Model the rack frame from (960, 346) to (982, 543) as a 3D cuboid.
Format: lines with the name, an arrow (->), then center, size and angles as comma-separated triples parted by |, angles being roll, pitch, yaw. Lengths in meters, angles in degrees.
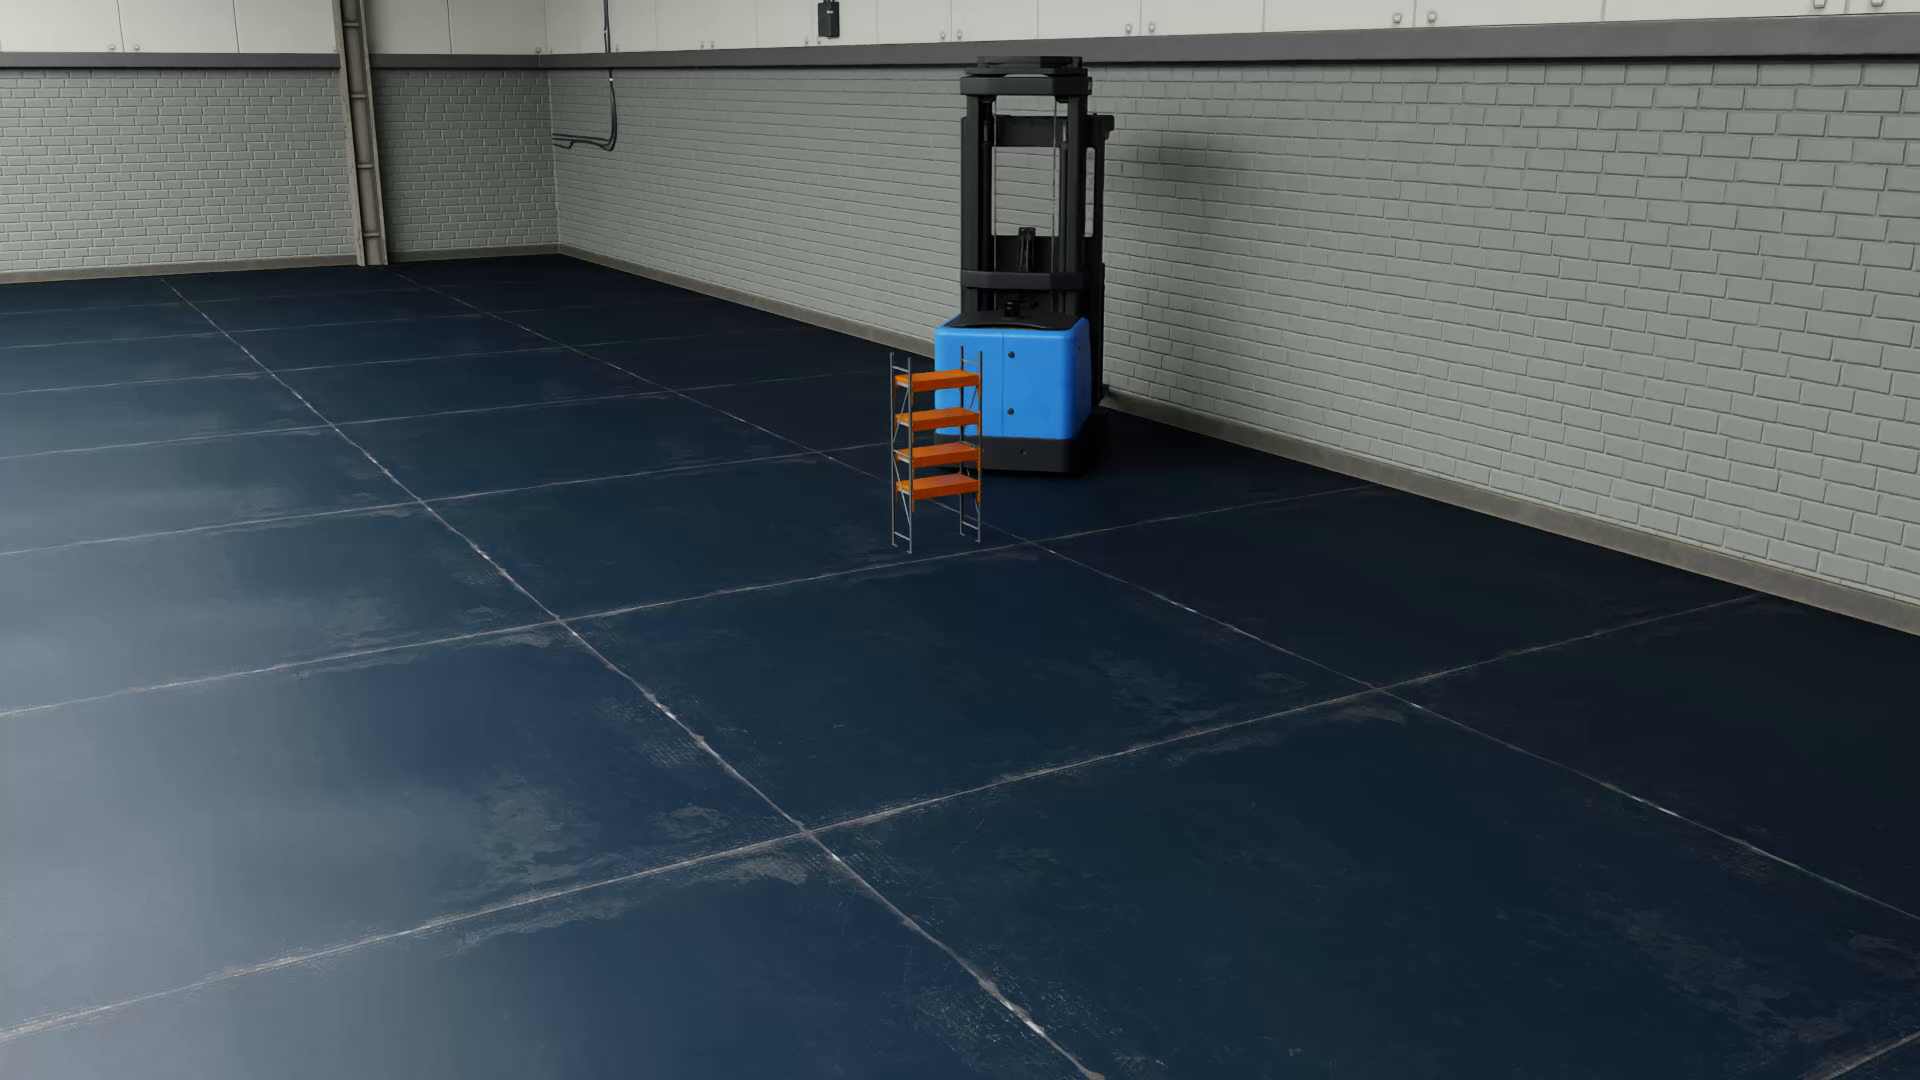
rack frame -> 0.067, -0.589, 10.287 | 0.015, 1.200, 0.240 | -9, 18, -30

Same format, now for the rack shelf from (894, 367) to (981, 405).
rack shelf -> -0.142, -0.933, 10.060 | 0.480, 0.148, 0.258 | -9, 18, -30

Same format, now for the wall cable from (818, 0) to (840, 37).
wall cable -> -0.917, -8.100, 16.332 | 0.169, 6.003, 2.305 | -9, 18, -30

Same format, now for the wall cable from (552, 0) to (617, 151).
wall cable -> -5.793, -7.166, 25.053 | 0.112, 2.526, 3.097 | -9, 18, -30

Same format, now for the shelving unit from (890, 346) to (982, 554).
shelving unit -> -0.142, -0.555, 10.166 | 0.503, 1.200, 0.258 | -9, 18, -30

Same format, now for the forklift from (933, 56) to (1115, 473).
forklift -> 0.595, -2.245, 12.990 | 1.130, 2.935, 3.031 | 3, 16, 11

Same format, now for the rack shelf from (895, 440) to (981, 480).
rack shelf -> -0.142, -0.490, 10.184 | 0.480, 0.148, 0.258 | -9, 18, -30

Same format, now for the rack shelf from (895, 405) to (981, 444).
rack shelf -> -0.142, -0.705, 10.124 | 0.480, 0.148, 0.258 | -9, 18, -30

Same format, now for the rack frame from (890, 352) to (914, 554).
rack frame -> -0.351, -0.521, 10.045 | 0.015, 1.200, 0.240 | -9, 18, -30

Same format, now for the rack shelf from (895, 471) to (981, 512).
rack shelf -> -0.142, -0.299, 10.238 | 0.480, 0.148, 0.258 | -9, 18, -30

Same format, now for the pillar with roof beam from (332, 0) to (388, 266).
pillar with roof beam -> -6.782, -7.561, 20.711 | 0.400, 9.000, 9.100 | -9, 18, -30
